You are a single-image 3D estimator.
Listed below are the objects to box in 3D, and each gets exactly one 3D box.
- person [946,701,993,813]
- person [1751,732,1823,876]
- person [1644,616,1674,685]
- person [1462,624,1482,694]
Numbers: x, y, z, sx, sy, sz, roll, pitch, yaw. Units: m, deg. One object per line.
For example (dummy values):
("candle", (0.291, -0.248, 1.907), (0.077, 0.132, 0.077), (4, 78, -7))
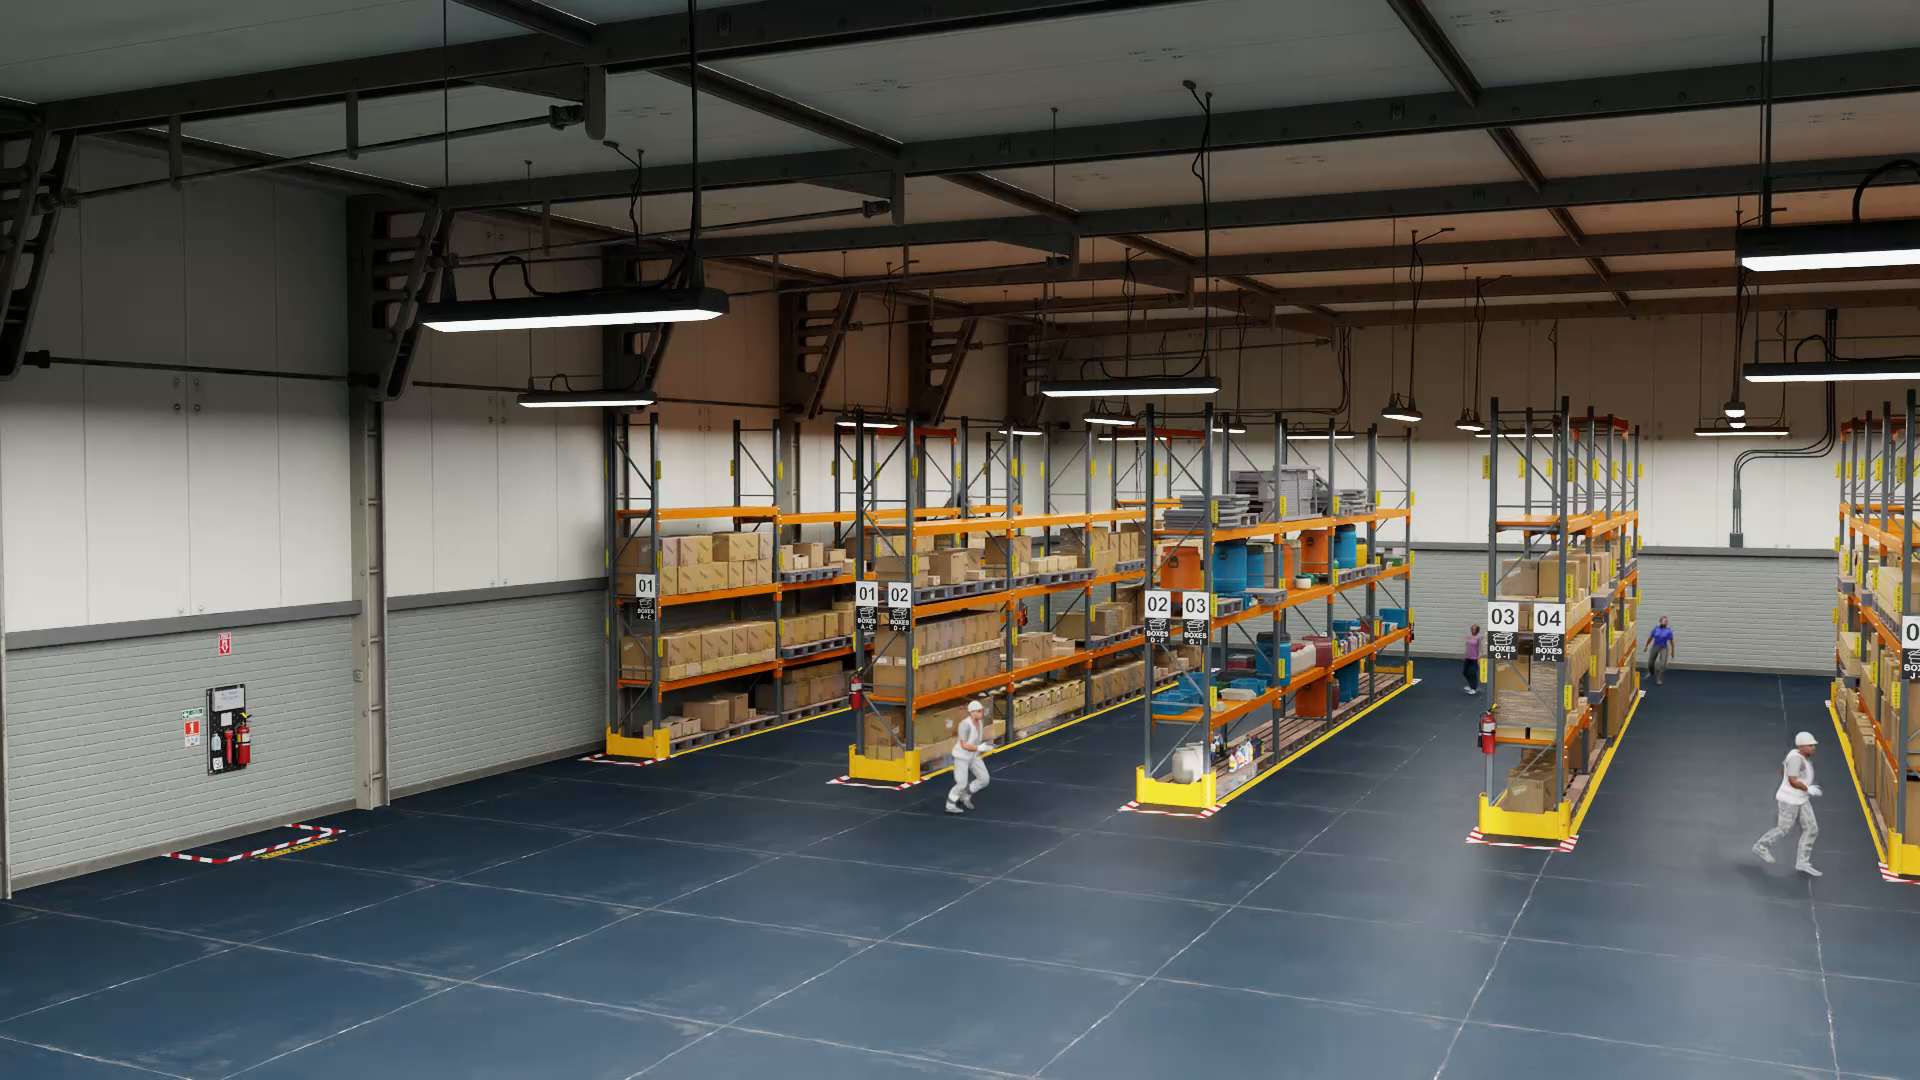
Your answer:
("person", (0.164, 3.146, 24.049), (0.864, 1.679, 0.684), (2, 3, 39))
("person", (10.273, 3.245, 20.683), (0.643, 1.758, 0.855), (-2, 3, -44))
("person", (16.355, 2.564, 38.911), (0.658, 1.596, 0.662), (1, 3, 22))
("person", (11.455, 2.656, 37.166), (0.454, 1.563, 0.537), (-2, 3, -41))
